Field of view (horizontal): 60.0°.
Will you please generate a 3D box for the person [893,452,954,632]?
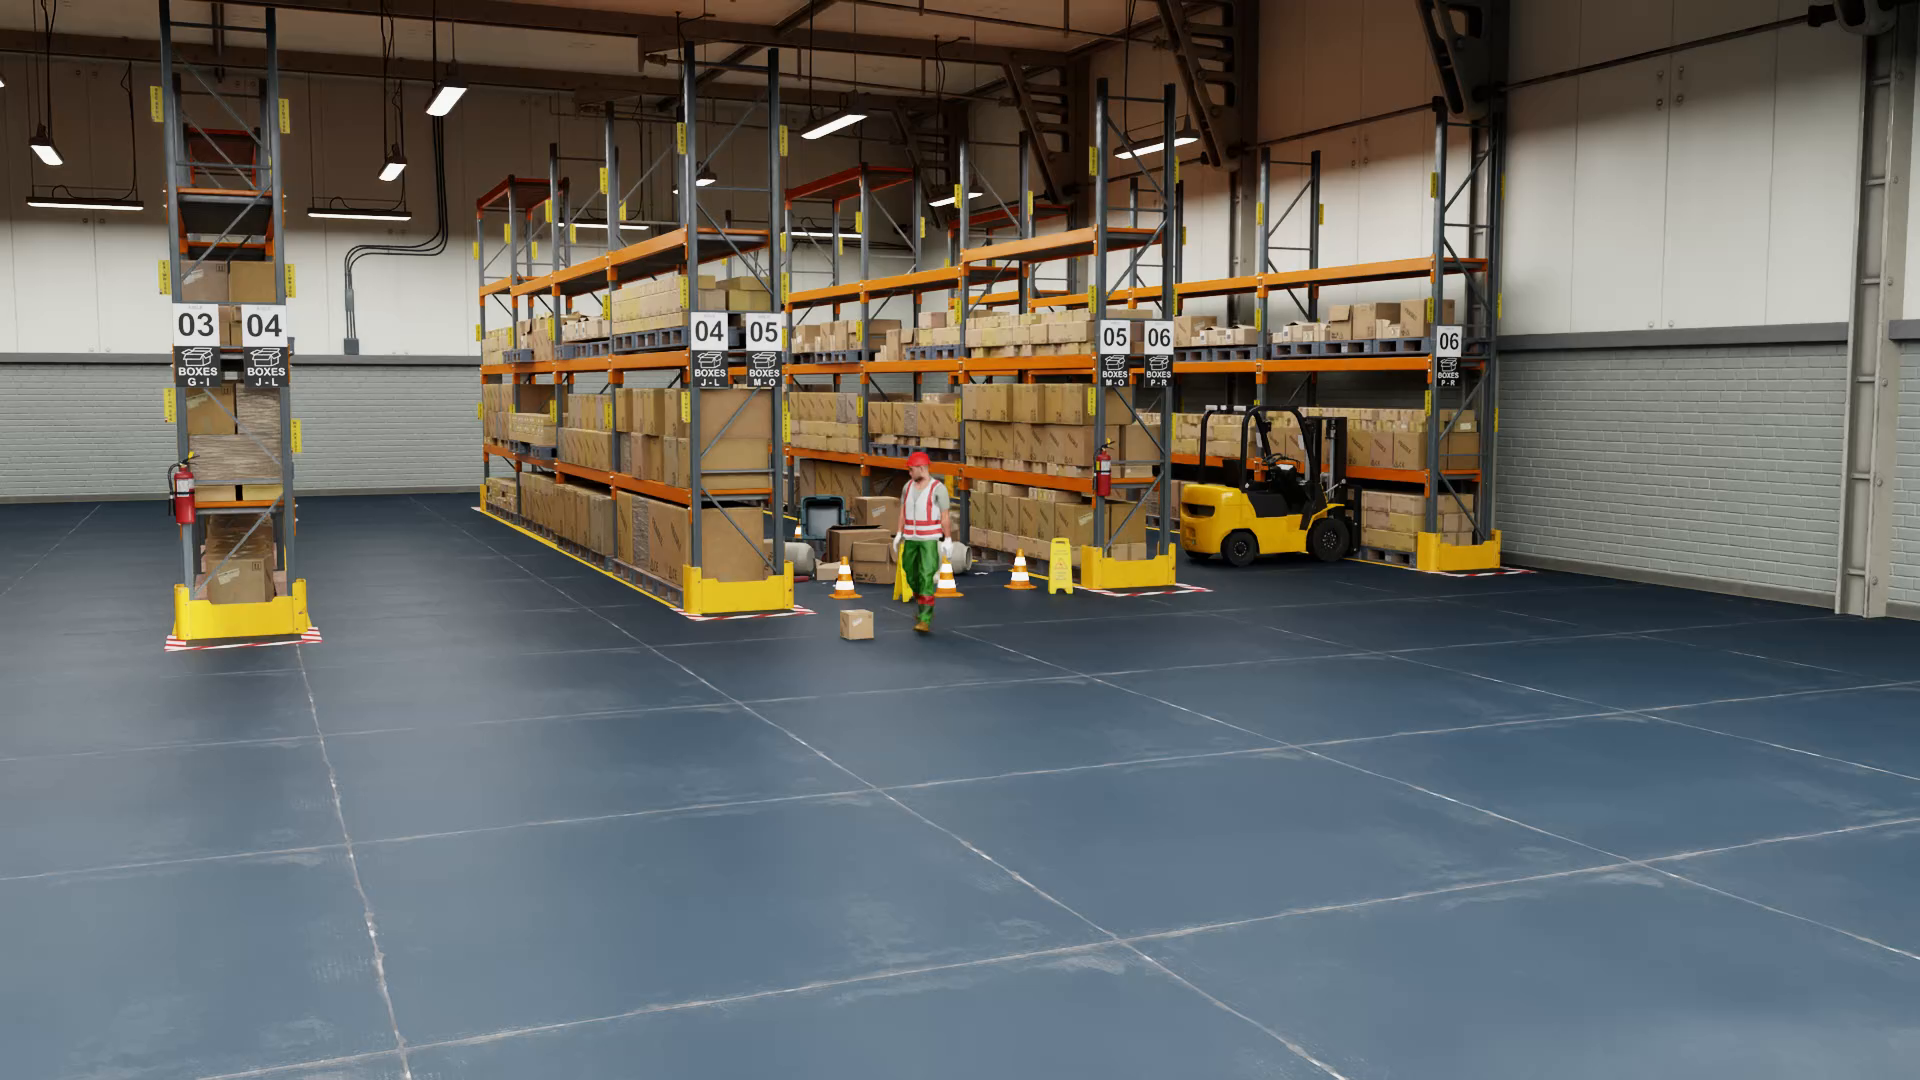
[{"bbox_3d":[-0.380,0.006,16.501,0.588,1.764,0.871,3,6,29],"label":"person"}]
